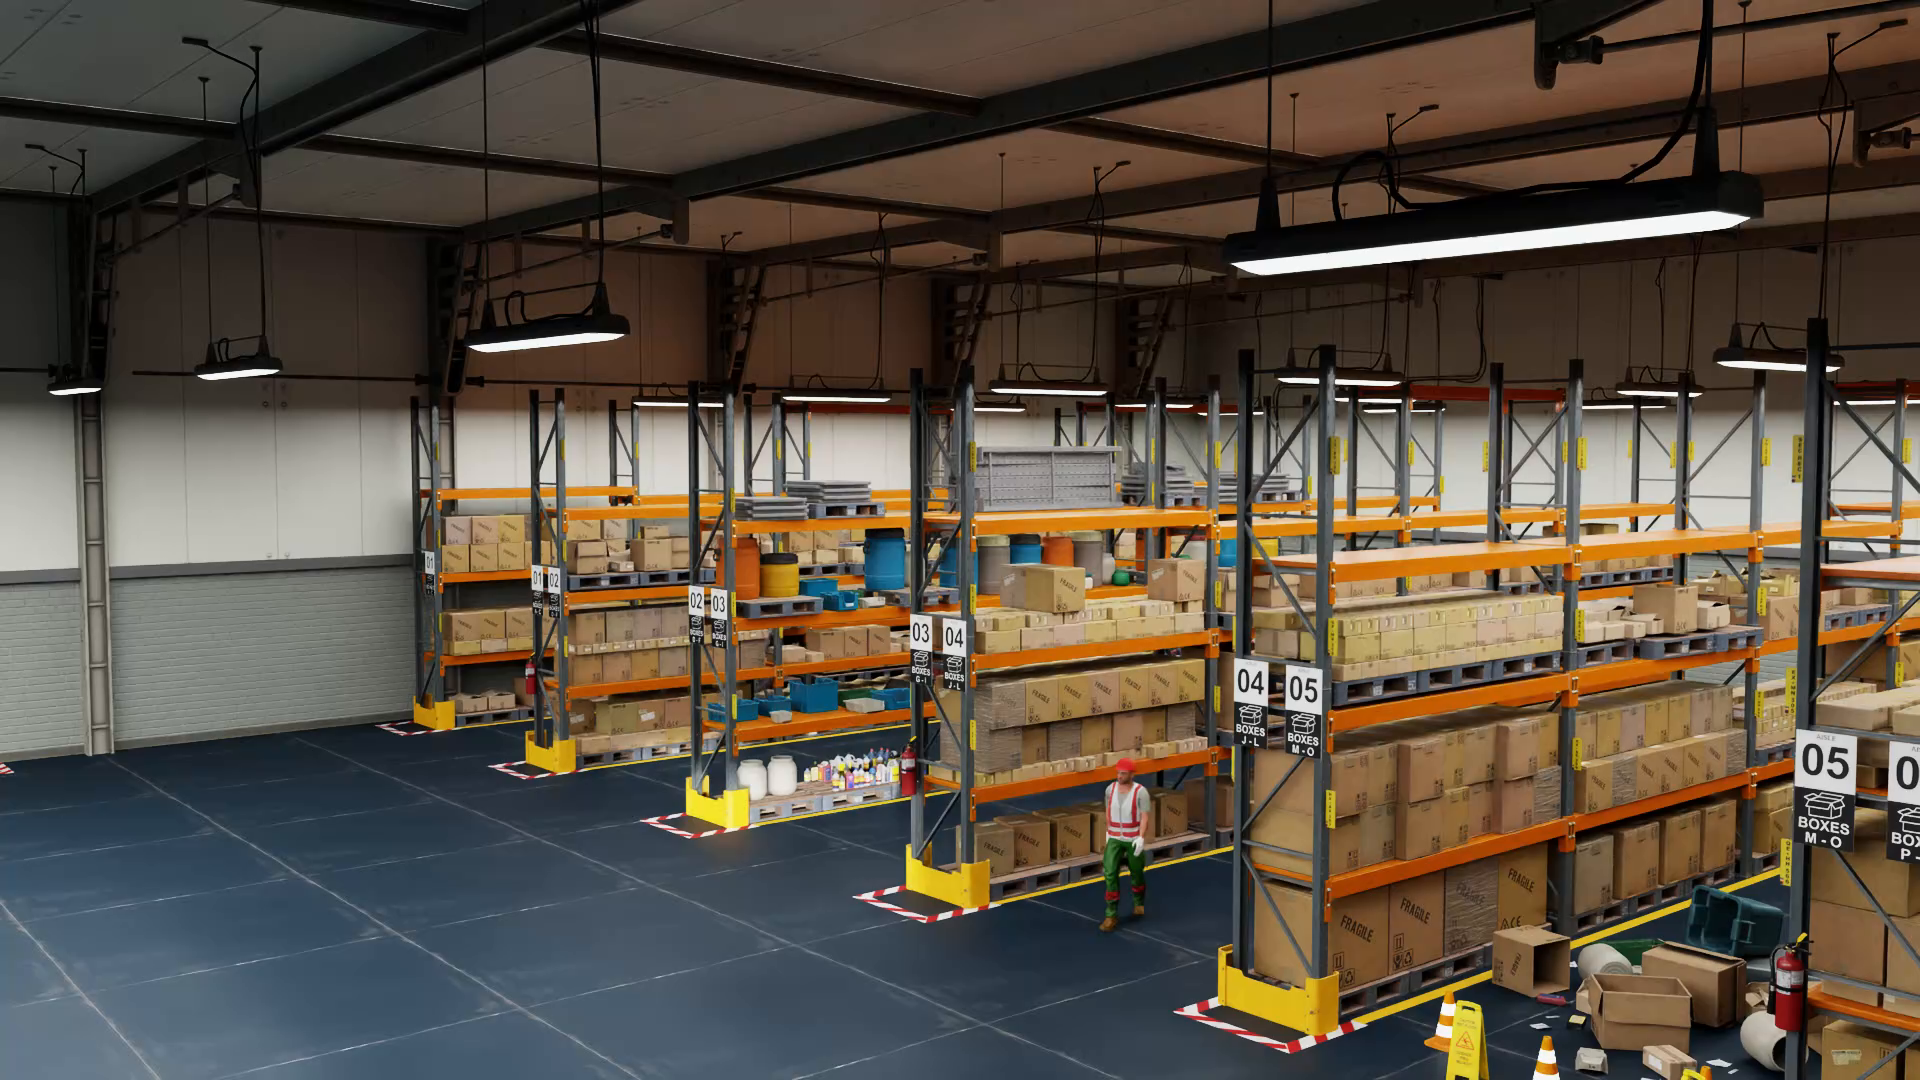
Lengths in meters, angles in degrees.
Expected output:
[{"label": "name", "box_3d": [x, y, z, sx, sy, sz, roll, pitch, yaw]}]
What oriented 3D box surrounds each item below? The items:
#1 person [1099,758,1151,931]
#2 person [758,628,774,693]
[{"label": "person", "box_3d": [1.769, 3.221, 17.817, 0.547, 1.779, 0.853, 2, 4, 25]}, {"label": "person", "box_3d": [-3.820, 2.342, 33.185, 0.464, 1.709, 0.570, -1, 4, -23]}]
